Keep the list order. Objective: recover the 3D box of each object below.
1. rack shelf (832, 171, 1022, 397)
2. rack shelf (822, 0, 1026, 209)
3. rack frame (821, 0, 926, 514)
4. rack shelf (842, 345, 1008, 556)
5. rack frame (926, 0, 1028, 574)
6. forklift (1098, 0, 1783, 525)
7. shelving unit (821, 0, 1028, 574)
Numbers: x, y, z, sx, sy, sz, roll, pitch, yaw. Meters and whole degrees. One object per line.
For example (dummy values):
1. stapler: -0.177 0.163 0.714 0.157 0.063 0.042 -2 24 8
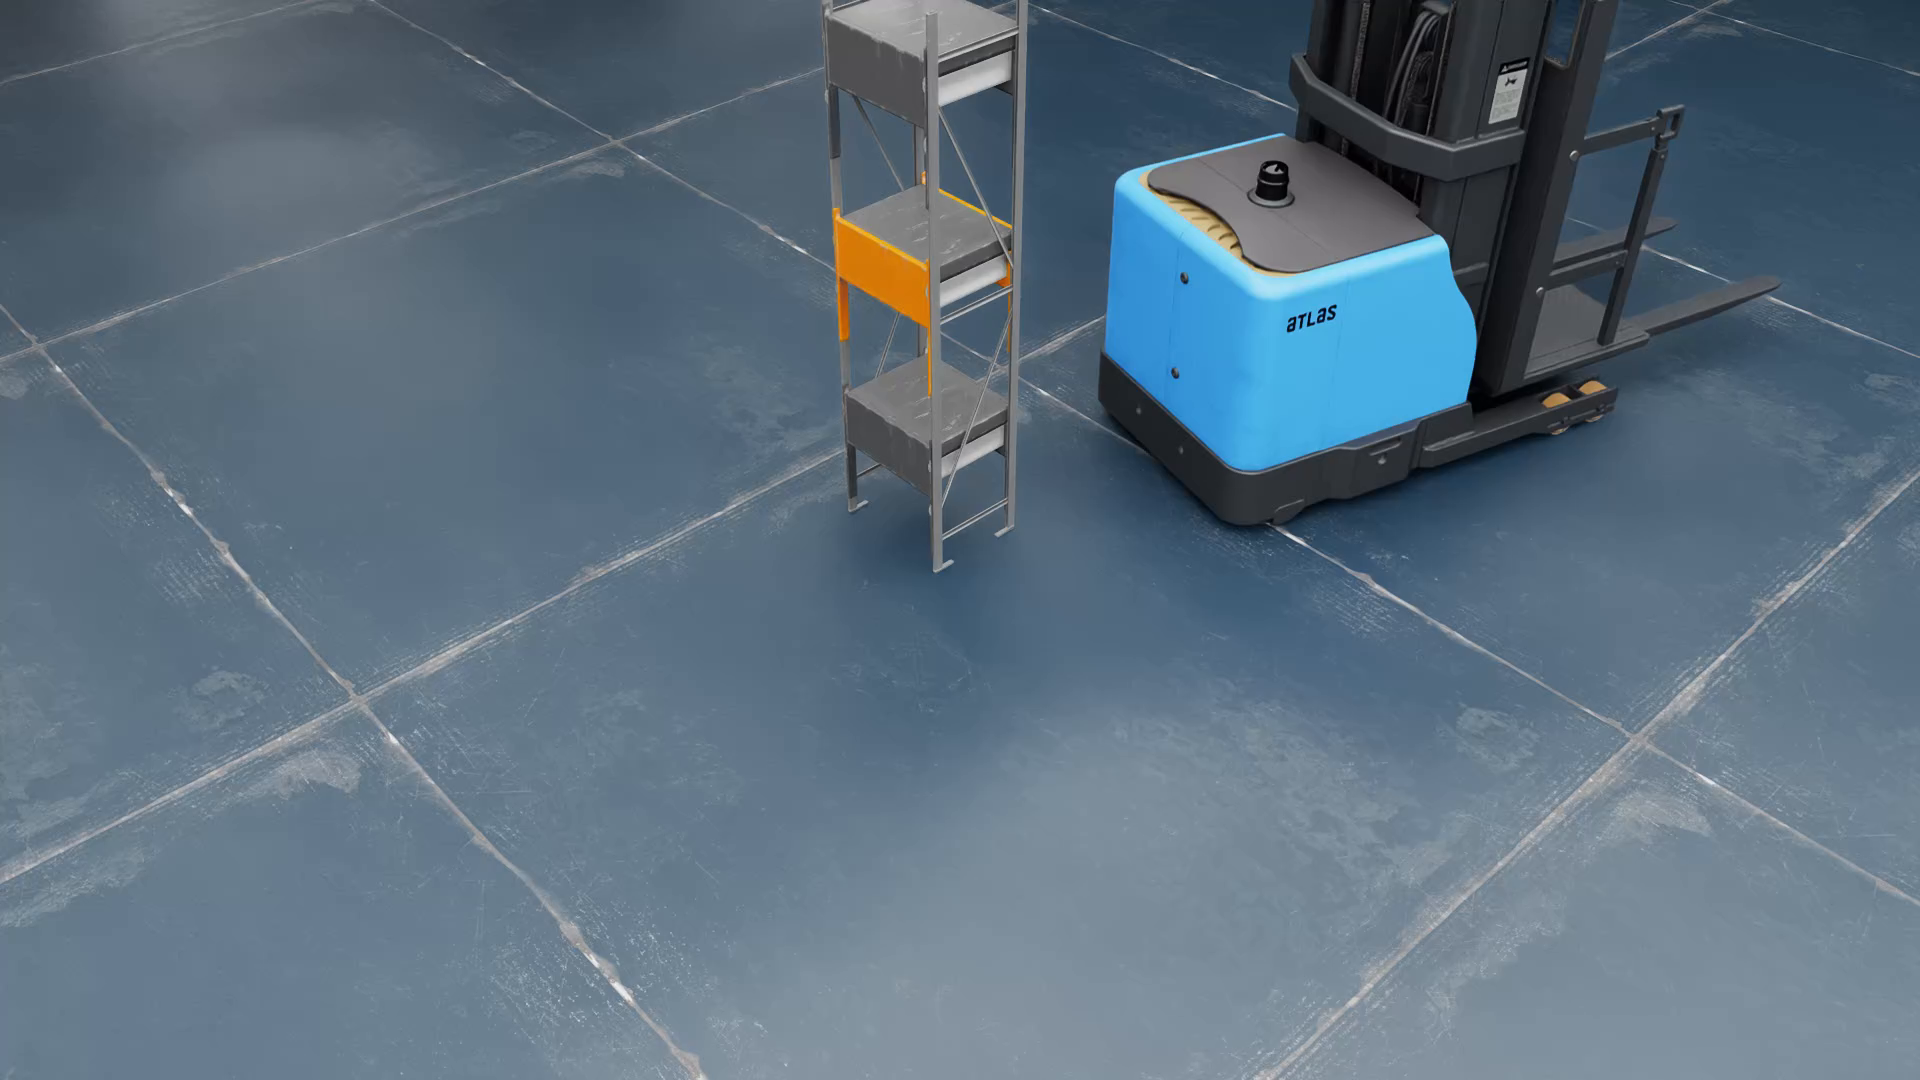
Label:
1. rack shelf: -0.112 -0.883 5.694 0.431 0.518 0.480 -30 48 -32
2. rack shelf: -0.112 -1.427 5.254 0.431 0.518 0.480 -30 48 -32
3. rack frame: -0.277 -1.006 5.825 0.400 2.100 0.015 -30 48 -32
4. rack shelf: -0.112 -0.338 6.134 0.431 0.518 0.480 -30 48 -32
5. rack frame: 0.053 -0.781 5.545 0.400 2.100 0.015 -30 48 -32
6. forklift: 2.117 -1.847 6.204 3.031 2.935 1.130 -18 42 -21
7. shelving unit: -0.112 -0.893 5.685 0.431 2.100 0.503 -30 48 -32
